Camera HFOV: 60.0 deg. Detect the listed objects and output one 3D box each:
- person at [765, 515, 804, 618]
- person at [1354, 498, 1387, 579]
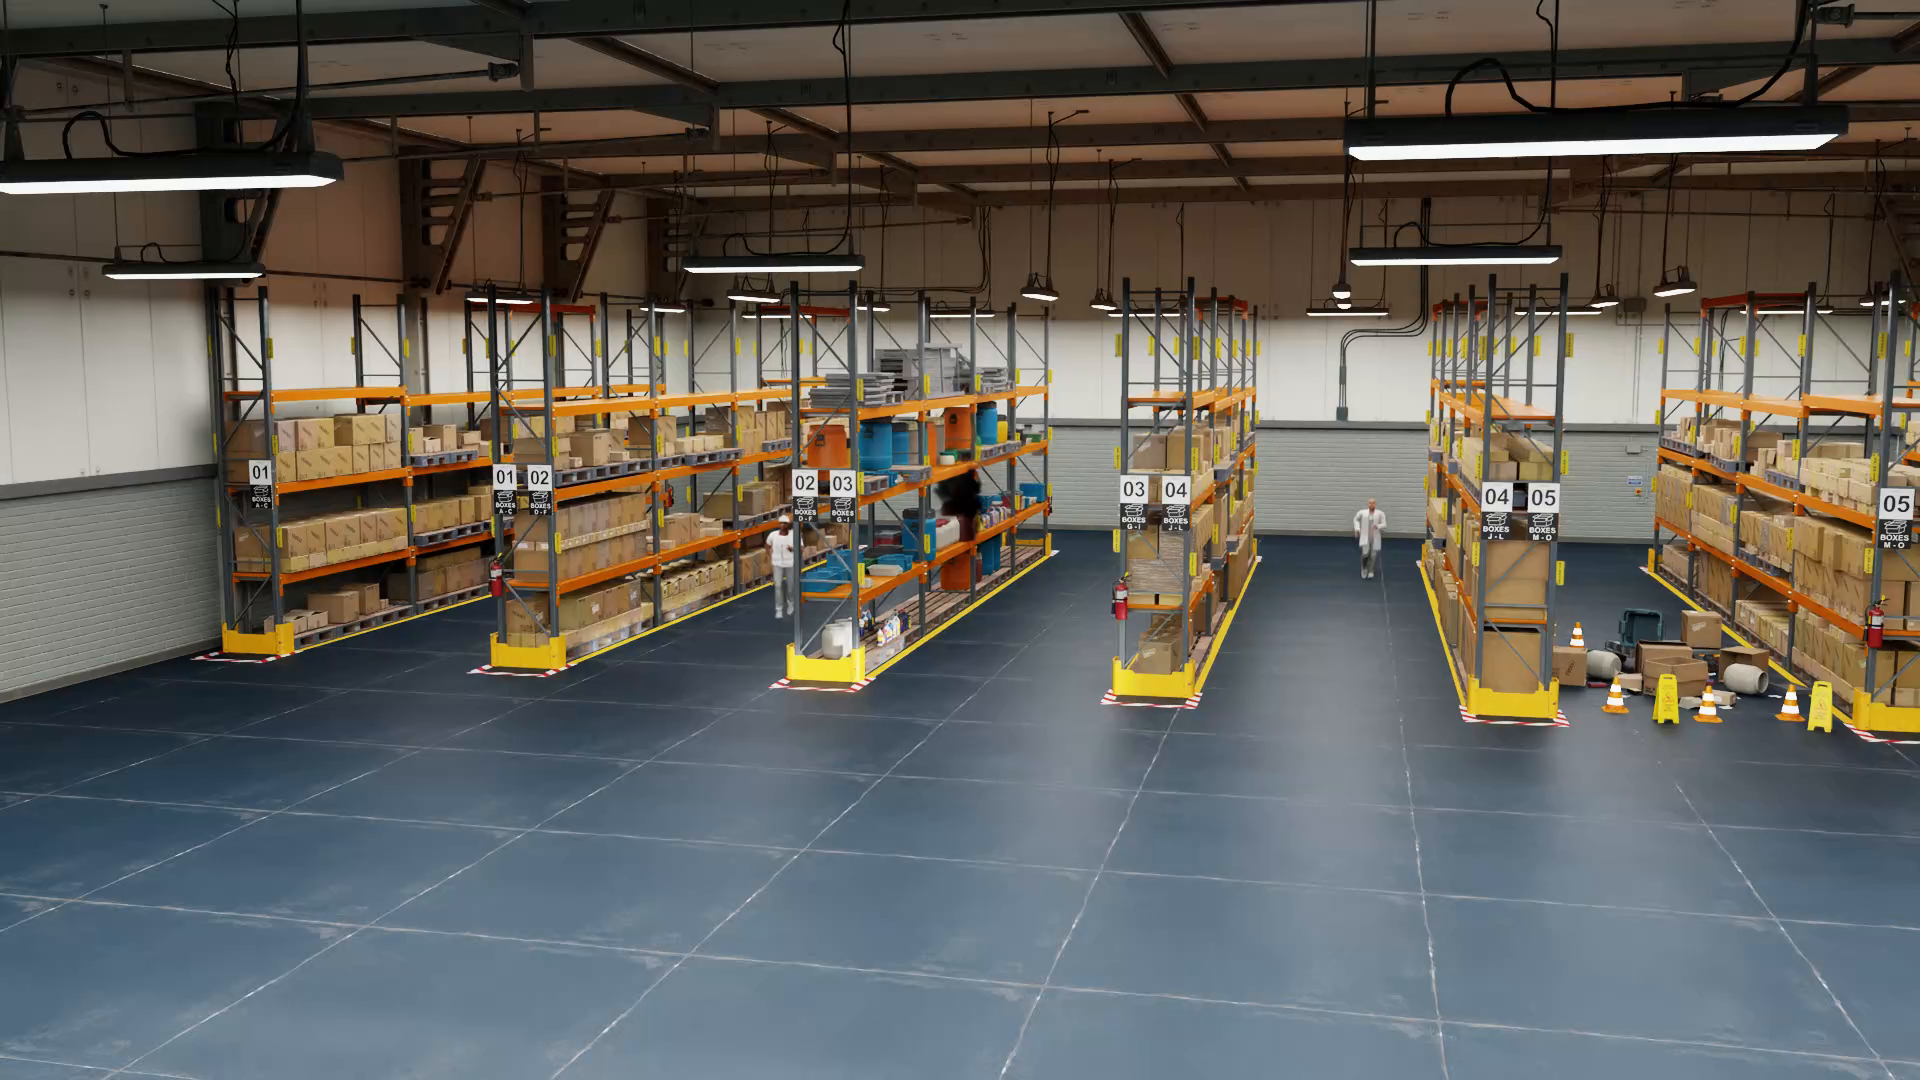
[{"bbox_3d":[-3.091,0.467,29.223,0.700,1.804,0.920,0,7,-1],"label":"person"},{"bbox_3d":[8.915,-0.027,36.148,0.687,1.759,0.724,1,7,10],"label":"person"}]
